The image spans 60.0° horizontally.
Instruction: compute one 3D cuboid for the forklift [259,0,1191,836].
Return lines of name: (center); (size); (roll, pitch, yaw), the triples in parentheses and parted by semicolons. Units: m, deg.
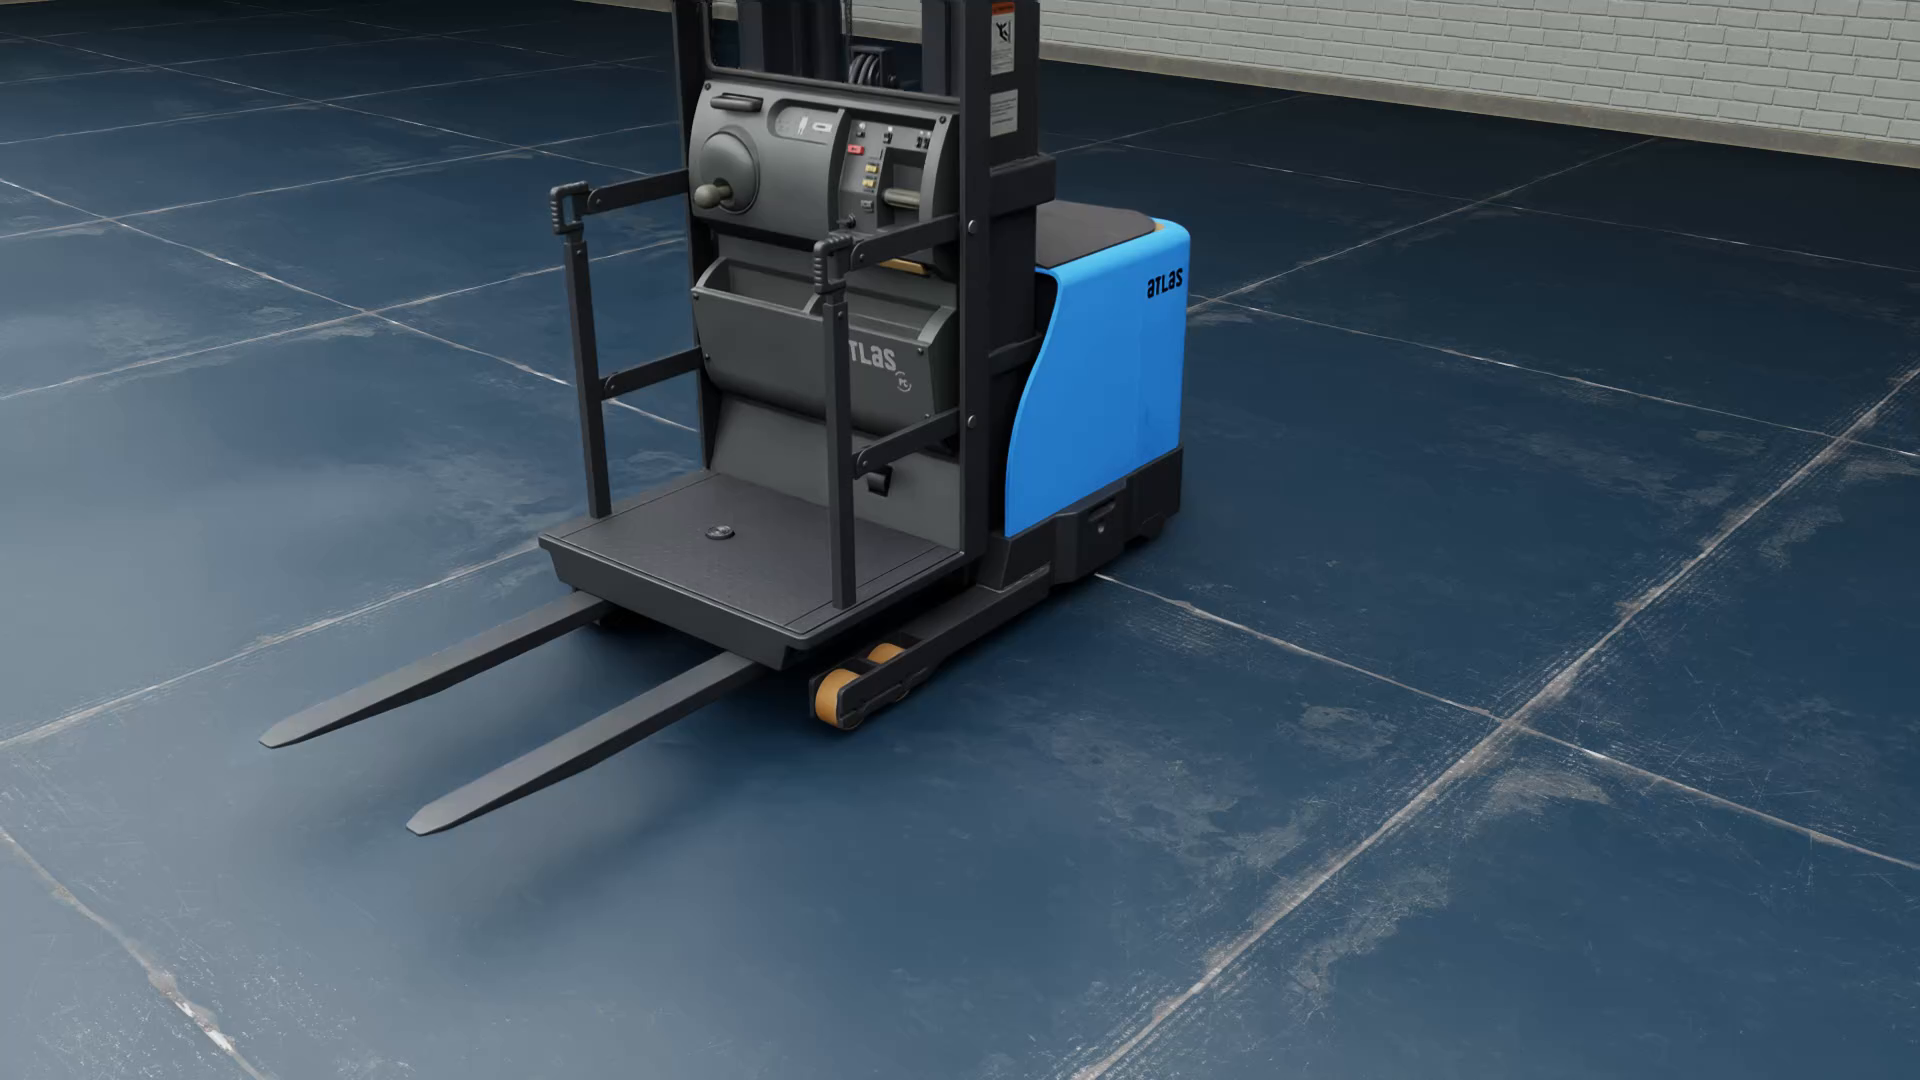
forklift: (-0.536, -1.043, 4.493); (1.130, 2.935, 3.031); (18, 30, 34)
